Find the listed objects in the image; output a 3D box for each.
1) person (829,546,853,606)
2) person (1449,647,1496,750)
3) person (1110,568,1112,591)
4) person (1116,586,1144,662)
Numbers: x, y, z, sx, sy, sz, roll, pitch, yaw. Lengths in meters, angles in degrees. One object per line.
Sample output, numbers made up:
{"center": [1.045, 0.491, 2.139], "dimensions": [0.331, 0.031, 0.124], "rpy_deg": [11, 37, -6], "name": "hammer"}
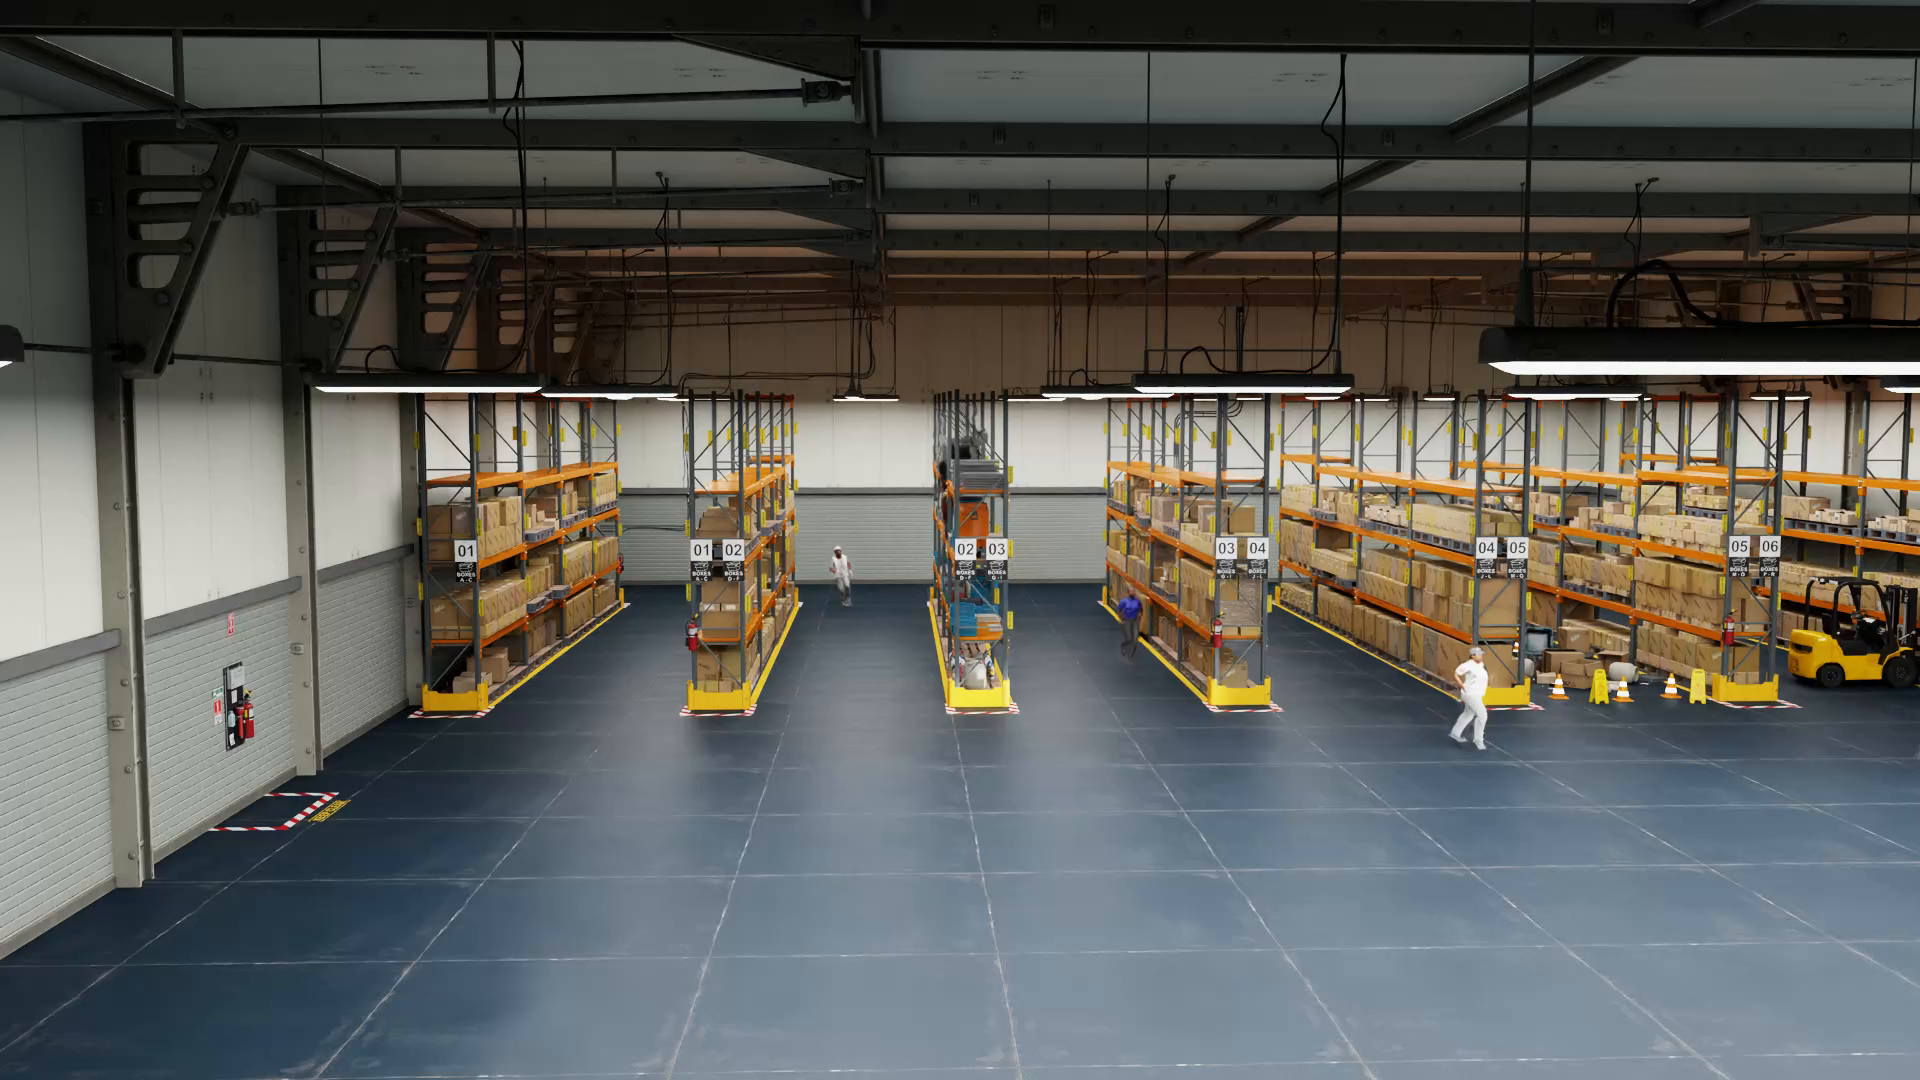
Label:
{"center": [-3.334, 1.032, 46.767], "dimensions": [0.702, 1.719, 0.654], "rpy_deg": [-1, 5, -15], "name": "person"}
{"center": [8.581, 2.648, 27.852], "dimensions": [0.754, 1.728, 0.574], "rpy_deg": [4, 6, 38], "name": "person"}
{"center": [4.601, 0.896, 49.053], "dimensions": [0.749, 1.727, 0.577], "rpy_deg": [1, 5, 11], "name": "person"}
{"center": [3.619, 1.782, 35.206], "dimensions": [0.574, 1.603, 0.561], "rpy_deg": [-1, 5, -11], "name": "person"}
